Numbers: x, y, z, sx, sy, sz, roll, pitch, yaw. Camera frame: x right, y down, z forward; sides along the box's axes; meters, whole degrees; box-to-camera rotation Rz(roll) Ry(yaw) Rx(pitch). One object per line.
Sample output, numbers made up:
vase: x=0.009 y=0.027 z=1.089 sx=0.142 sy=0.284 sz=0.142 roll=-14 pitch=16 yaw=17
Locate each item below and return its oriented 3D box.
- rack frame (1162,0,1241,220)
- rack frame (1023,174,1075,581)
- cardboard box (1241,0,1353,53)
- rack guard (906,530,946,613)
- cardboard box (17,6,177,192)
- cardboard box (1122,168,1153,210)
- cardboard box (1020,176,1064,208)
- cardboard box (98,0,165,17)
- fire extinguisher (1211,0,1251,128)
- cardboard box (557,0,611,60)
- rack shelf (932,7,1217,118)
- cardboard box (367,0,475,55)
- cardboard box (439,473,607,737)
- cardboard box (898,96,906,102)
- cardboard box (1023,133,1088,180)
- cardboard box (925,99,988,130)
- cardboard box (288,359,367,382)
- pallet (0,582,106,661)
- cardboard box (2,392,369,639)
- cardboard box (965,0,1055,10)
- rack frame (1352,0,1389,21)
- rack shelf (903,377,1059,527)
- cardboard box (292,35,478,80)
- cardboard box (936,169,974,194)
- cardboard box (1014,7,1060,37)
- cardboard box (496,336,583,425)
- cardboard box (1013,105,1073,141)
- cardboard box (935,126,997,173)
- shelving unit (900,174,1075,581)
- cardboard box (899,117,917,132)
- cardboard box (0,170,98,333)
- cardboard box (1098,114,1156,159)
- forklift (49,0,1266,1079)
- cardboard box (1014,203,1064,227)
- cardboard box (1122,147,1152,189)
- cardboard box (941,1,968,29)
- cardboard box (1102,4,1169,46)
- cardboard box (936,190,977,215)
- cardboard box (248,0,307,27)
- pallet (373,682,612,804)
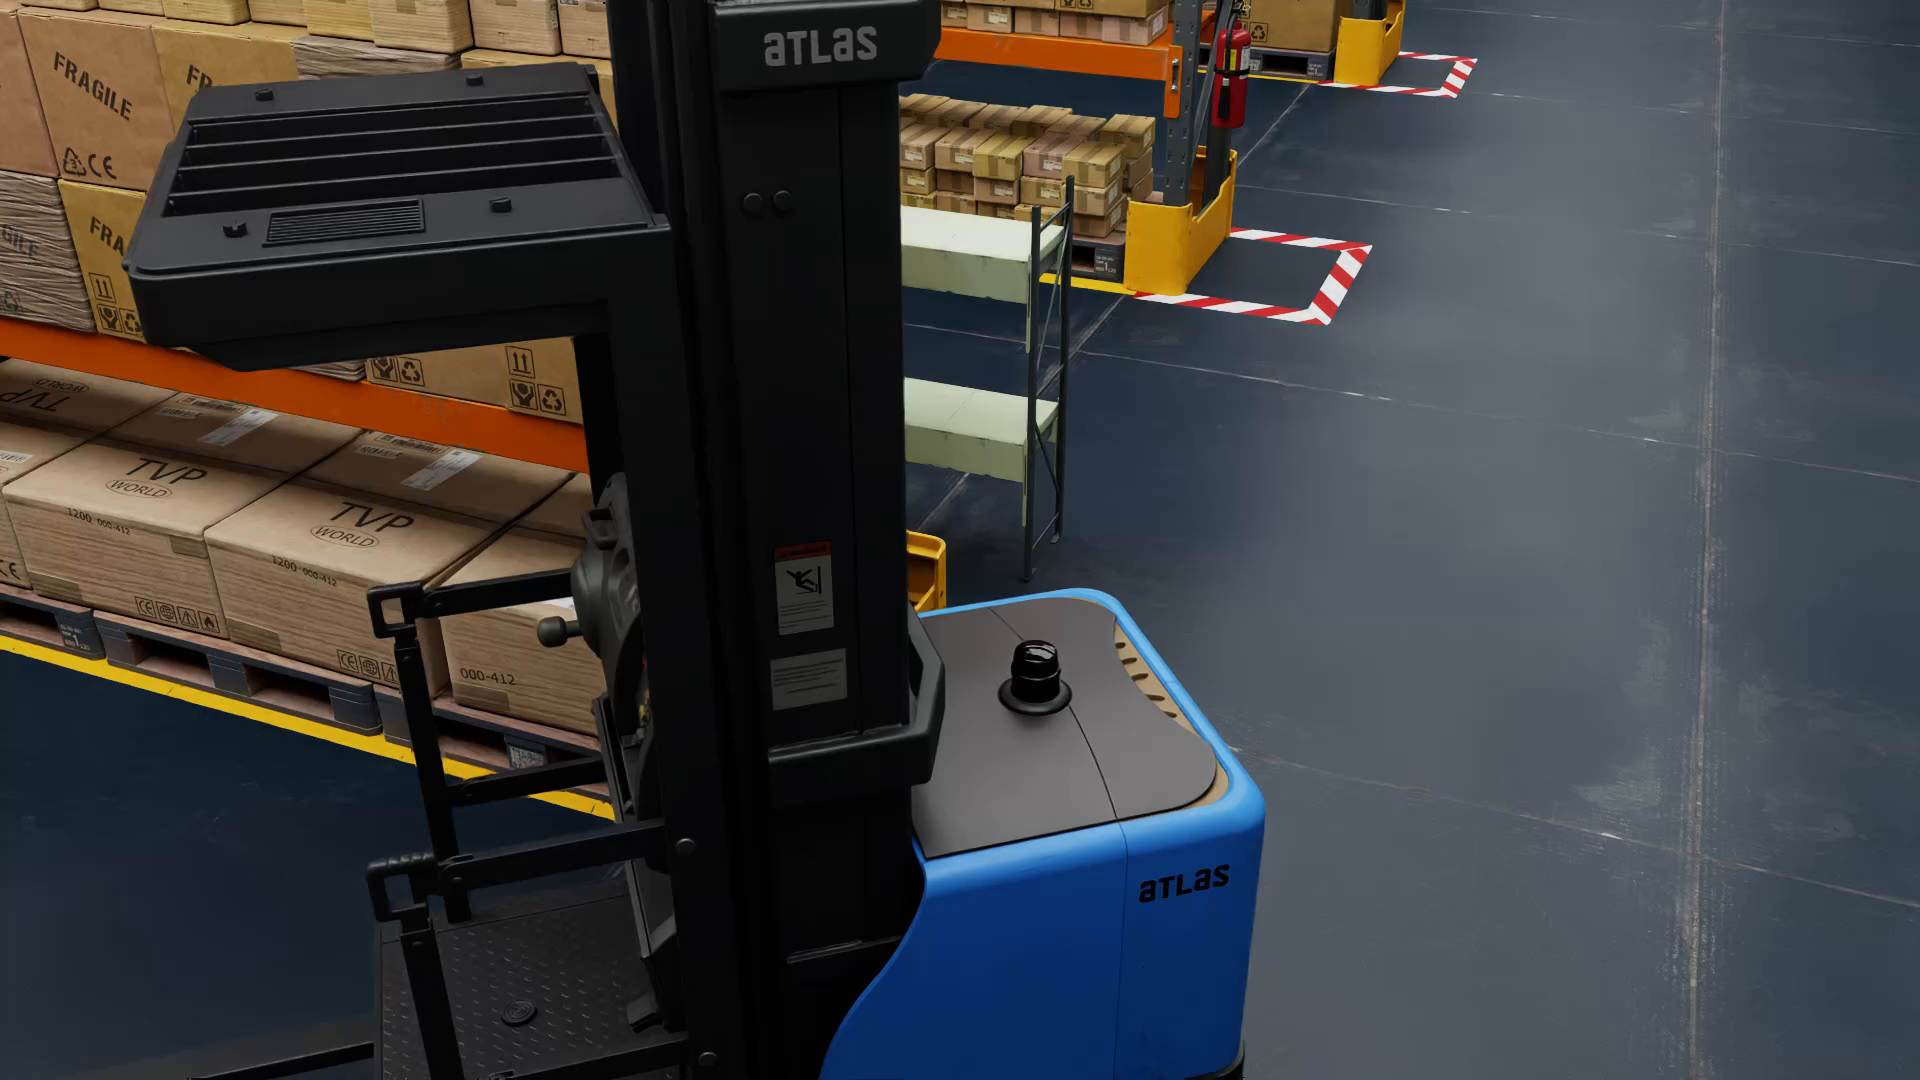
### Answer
rack frame: x=1.337 y=-2.916 z=8.861 sx=0.127 sy=3.000 sz=1.000 roll=11 pitch=31 yaw=19
rack frame: x=0.333 y=-0.586 z=6.263 sx=0.023 sy=1.500 sz=0.400 roll=11 pitch=31 yaw=19
cardboard box: x=2.673 y=-4.499 z=13.394 sx=0.875 sy=0.875 sz=0.875 roll=11 pitch=31 yaw=19
rack guard: x=-0.408 y=0.452 z=5.442 sx=0.348 sy=0.500 sz=1.175 roll=11 pitch=31 yaw=19
cardboard box: x=-2.384 y=-1.370 z=5.008 sx=0.500 sy=0.500 sz=0.500 roll=11 pitch=31 yaw=19
cardboard box: x=0.972 y=-2.101 z=9.889 sx=0.250 sy=0.149 sz=0.380 roll=12 pitch=32 yaw=20
cardboard box: x=0.519 y=-2.028 z=9.458 sx=0.250 sy=0.149 sz=0.380 roll=11 pitch=31 yaw=18
cardboard box: x=-2.277 y=-1.645 z=4.835 sx=0.250 sy=0.149 sz=0.380 roll=12 pitch=32 yaw=21
fire extinguisher: x=1.397 y=-2.463 z=8.517 sx=0.183 sy=0.674 sz=0.296 roll=11 pitch=31 yaw=19
cardboard box: x=-0.838 y=-1.377 z=4.361 sx=0.250 sy=0.149 sz=0.380 roll=12 pitch=32 yaw=20
rack shelf: x=-0.516 y=-2.973 z=9.693 sx=4.000 sy=0.370 sz=1.077 roll=11 pitch=31 yaw=19
cardboard box: x=-1.353 y=-1.422 z=4.441 sx=0.250 sy=0.149 sz=0.380 roll=11 pitch=31 yaw=19
cardboard box: x=-1.079 y=0.215 z=5.497 sx=0.875 sy=0.438 sz=0.875 roll=10 pitch=31 yaw=17
cardboard box: x=-0.516 y=-2.606 z=10.178 sx=0.250 sy=0.149 sz=0.380 roll=11 pitch=31 yaw=19
cardboard box: x=0.540 y=-2.172 z=9.410 sx=0.250 sy=0.149 sz=0.380 roll=12 pitch=32 yaw=20
cardboard box: x=-0.021 y=-2.534 z=10.050 sx=0.250 sy=0.149 sz=0.380 roll=13 pitch=32 yaw=21
cardboard box: x=-1.916 y=-0.843 z=5.092 sx=0.500 sy=0.500 sz=0.500 roll=12 pitch=32 yaw=21
pallet: x=-3.462 y=0.010 z=6.518 sx=1.213 sy=0.211 sz=1.003 roll=11 pitch=31 yaw=19
cardboard box: x=-2.766 y=-0.118 z=6.087 sx=0.875 sy=0.438 sz=0.875 roll=10 pitch=31 yaw=18
cardboard box: x=0.349 y=-3.153 z=8.876 sx=0.500 sy=0.500 sz=0.500 roll=11 pitch=31 yaw=18
rack frame: x=3.296 y=-5.159 z=12.829 sx=0.127 sy=3.000 sz=1.000 roll=11 pitch=31 yaw=19
rack shelf: x=-0.006 y=-0.370 z=6.544 sx=0.720 sy=0.370 sz=0.431 roll=11 pitch=31 yaw=19
cardboard box: x=-1.462 y=-1.183 z=4.678 sx=0.500 sy=0.500 sz=0.500 roll=11 pitch=31 yaw=19
cardboard box: x=0.048 y=-2.147 z=9.668 sx=0.250 sy=0.149 sz=0.380 roll=11 pitch=31 yaw=19
cardboard box: x=0.474 y=-2.841 z=8.983 sx=0.250 sy=0.149 sz=0.380 roll=11 pitch=31 yaw=19
cardboard box: x=-0.977 y=-0.653 z=4.755 sx=0.500 sy=0.500 sz=0.500 roll=11 pitch=31 yaw=19
cardboard box: x=0.493 y=-2.470 z=9.938 sx=0.250 sy=0.149 sz=0.380 roll=11 pitch=31 yaw=19
cardboard box: x=0.036 y=-2.239 z=9.529 sx=0.250 sy=0.149 sz=0.380 roll=10 pitch=31 yaw=17
shelving unit: x=-0.006 y=-0.654 z=6.383 sx=0.755 sy=1.500 sz=0.431 roll=11 pitch=31 yaw=19
cardboard box: x=-0.436 y=-2.363 z=9.747 sx=0.250 sy=0.149 sz=0.380 roll=10 pitch=31 yaw=17
cardboard box: x=-2.877 y=-1.028 z=5.419 sx=0.500 sy=0.500 sz=0.500 roll=11 pitch=31 yaw=19
cardboard box: x=0.979 y=-2.369 z=9.759 sx=0.250 sy=0.149 sz=0.380 roll=10 pitch=31 yaw=17
forklift: x=-0.893 y=0.208 z=3.404 sx=3.031 sy=2.935 sz=1.130 roll=-9 pitch=31 yaw=-15
cardboard box: x=0.495 y=-1.862 z=9.466 sx=0.250 sy=0.149 sz=0.380 roll=12 pitch=32 yaw=21
cardboard box: x=0.948 y=-2.202 z=9.765 sx=0.250 sy=0.149 sz=0.380 roll=13 pitch=32 yaw=21
cardboard box: x=-0.004 y=-2.940 z=9.158 sx=0.250 sy=0.149 sz=0.380 roll=10 pitch=31 yaw=17
cardboard box: x=0.929 y=-2.738 z=8.802 sx=0.250 sy=0.149 sz=0.380 roll=11 pitch=31 yaw=19
cardboard box: x=0.048 y=-1.990 z=9.692 sx=0.250 sy=0.149 sz=0.380 roll=12 pitch=31 yaw=20
cardboard box: x=-1.787 y=-1.568 z=4.699 sx=0.250 sy=0.149 sz=0.380 roll=11 pitch=31 yaw=19
pallet: x=-1.201 y=0.461 z=5.720 sx=1.213 sy=0.211 sz=1.003 roll=11 pitch=31 yaw=19
